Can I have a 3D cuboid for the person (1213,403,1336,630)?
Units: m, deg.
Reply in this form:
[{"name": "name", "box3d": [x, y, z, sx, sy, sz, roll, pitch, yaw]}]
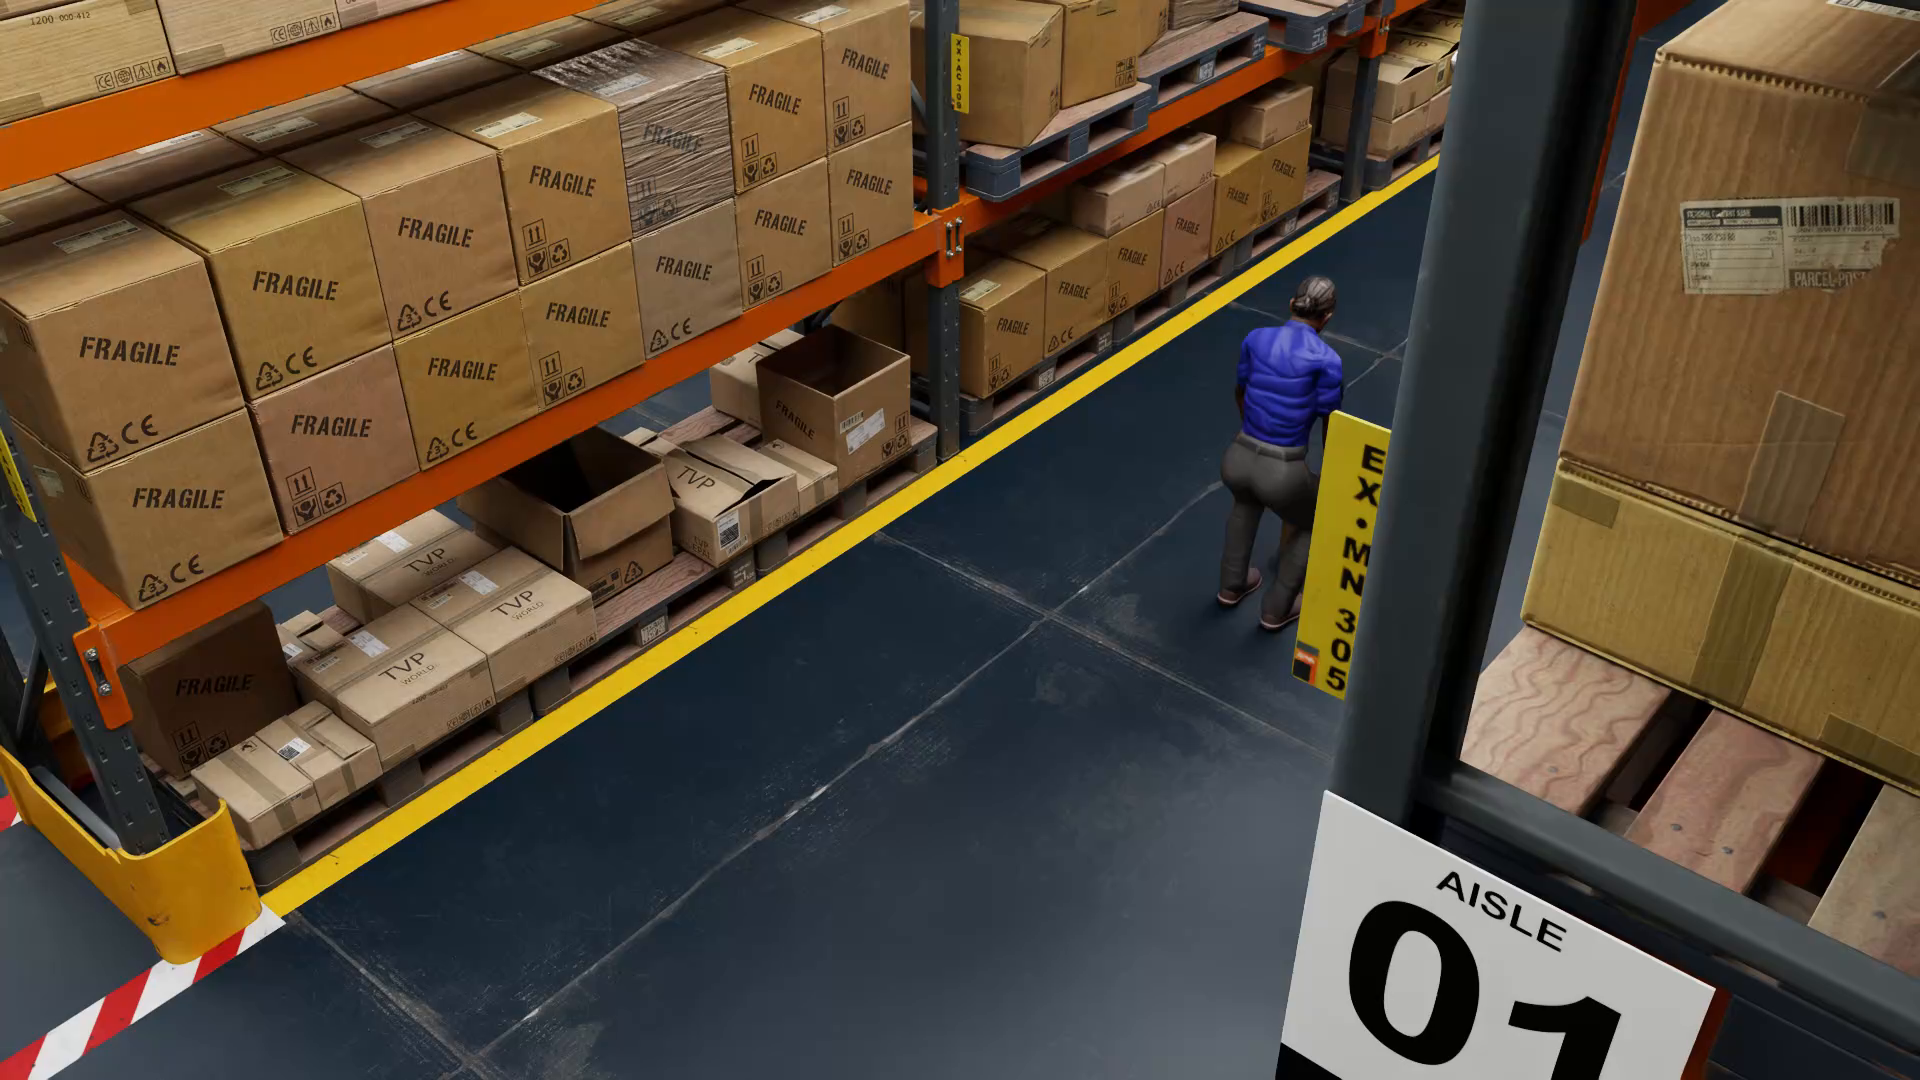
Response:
[{"name": "person", "box3d": [1.394, -0.091, 7.079, 0.472, 0.810, 0.823, 26, 43, 32]}]
